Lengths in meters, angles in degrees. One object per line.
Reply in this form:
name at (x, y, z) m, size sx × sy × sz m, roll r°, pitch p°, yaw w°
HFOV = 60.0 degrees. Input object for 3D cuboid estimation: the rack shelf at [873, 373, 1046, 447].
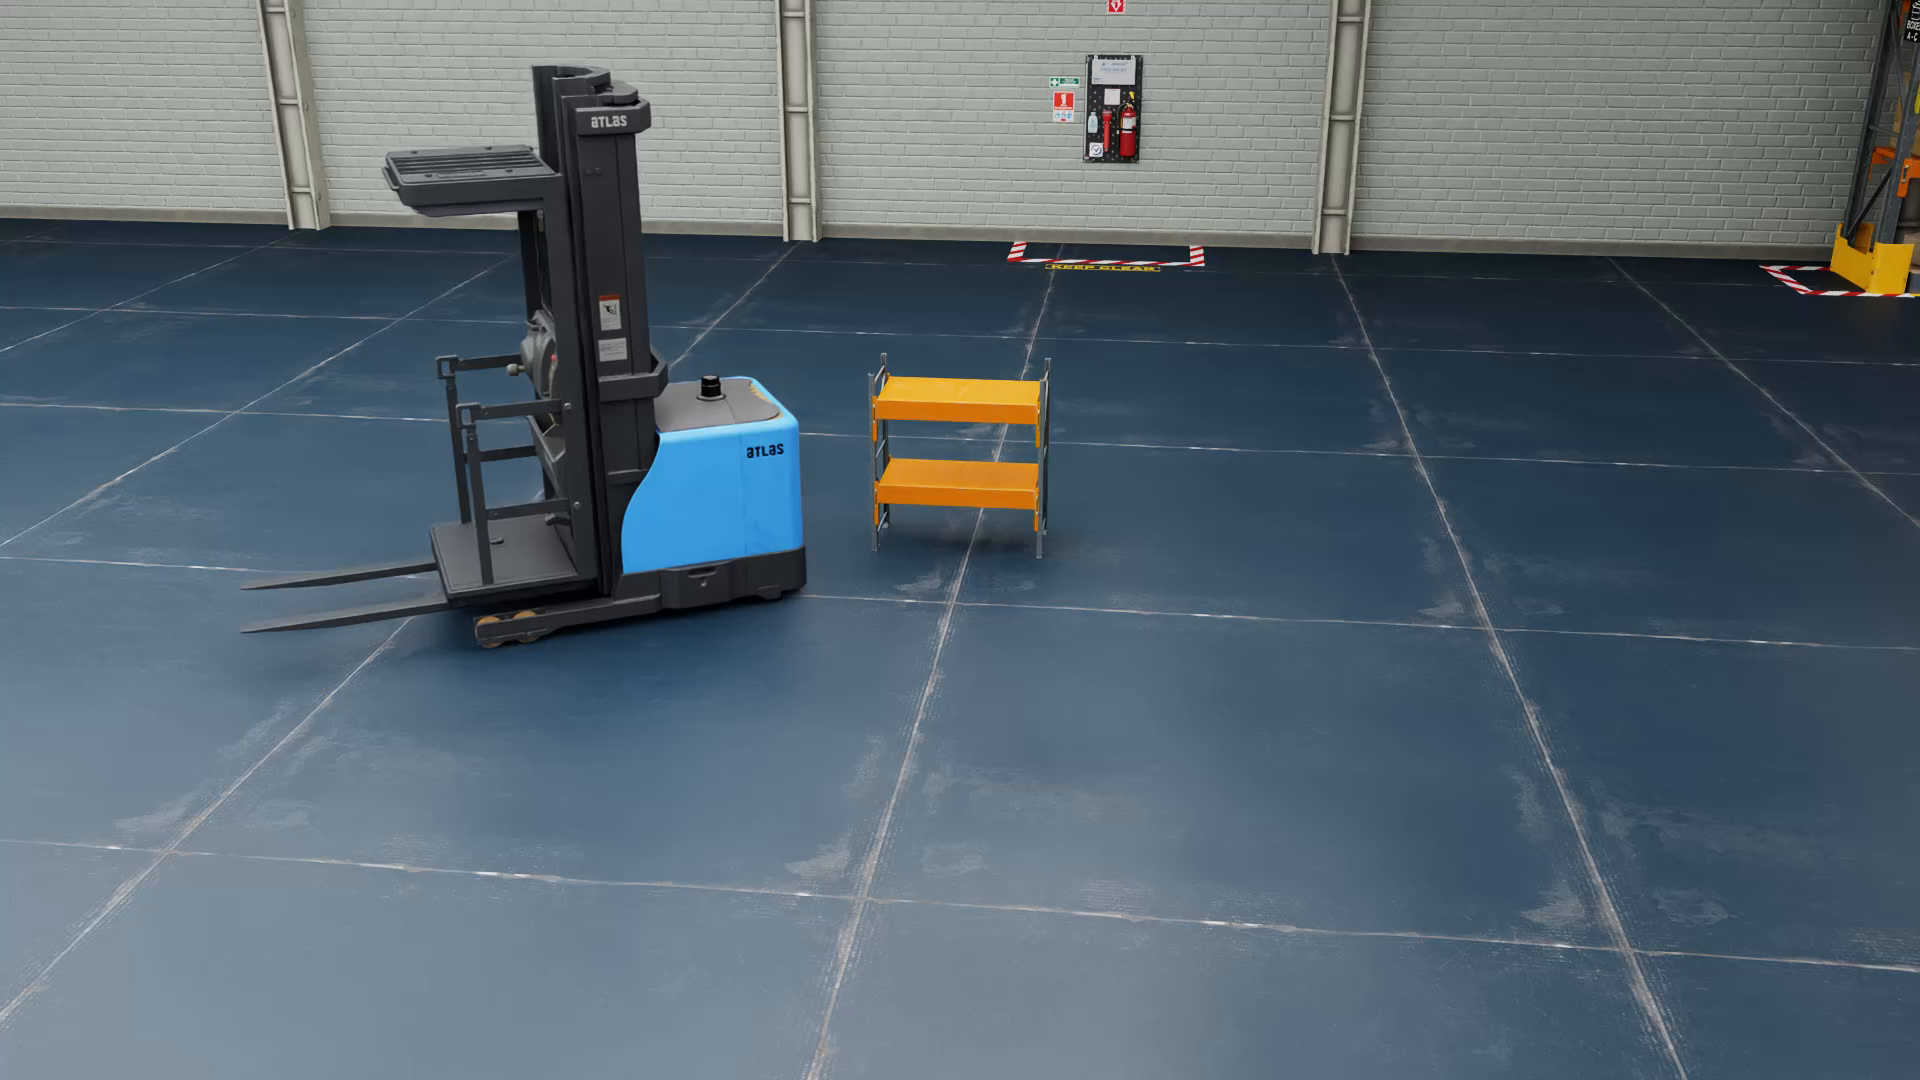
rack shelf at (0.007, -0.795, 10.125) m, size 1.000 × 0.278 × 0.538 m, roll 2°, pitch 22°, yaw 6°

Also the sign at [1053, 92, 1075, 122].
sign at (1.154, -4.821, 18.506) m, size 0.234 × 0.329 × 0.001 m, roll 2°, pitch 22°, yaw 6°

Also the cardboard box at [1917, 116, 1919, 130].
cardboard box at (9.741, -4.235, 16.228) m, size 0.500 × 0.500 × 0.500 m, roll 3°, pitch 22°, yaw 6°

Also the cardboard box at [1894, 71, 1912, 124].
cardboard box at (9.795, -4.422, 16.703) m, size 0.500 × 0.500 × 0.500 m, roll 2°, pitch 22°, yaw 6°

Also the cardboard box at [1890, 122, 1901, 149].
cardboard box at (9.789, -4.067, 16.824) m, size 0.500 × 0.250 × 0.500 m, roll 3°, pitch 22°, yaw 7°

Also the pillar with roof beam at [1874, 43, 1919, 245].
pillar with roof beam at (9.592, -5.581, 12.316) m, size 0.400 × 9.000 × 9.100 m, roll 2°, pitch 22°, yaw 6°

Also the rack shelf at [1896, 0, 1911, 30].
rack shelf at (11.288, -5.051, 16.034) m, size 4.000 × 0.370 × 1.077 m, roll 2°, pitch 22°, yaw 6°

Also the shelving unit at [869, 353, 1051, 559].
shelving unit at (0.007, -0.523, 10.232) m, size 1.048 × 1.125 × 0.538 m, roll 2°, pitch 22°, yaw 6°

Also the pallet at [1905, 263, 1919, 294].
pallet at (10.180, -2.729, 17.055) m, size 1.213 × 0.211 × 1.003 m, roll 2°, pitch 22°, yaw 6°

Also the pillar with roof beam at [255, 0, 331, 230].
pillar with roof beam at (-8.283, -6.359, 14.286) m, size 0.400 × 9.000 × 9.100 m, roll 2°, pitch 22°, yaw 6°

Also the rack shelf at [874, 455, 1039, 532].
rack shelf at (0.007, -0.295, 10.322) m, size 1.000 × 0.278 × 0.538 m, roll 2°, pitch 22°, yaw 6°

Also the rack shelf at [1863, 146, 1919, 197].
rack shelf at (11.288, -3.656, 16.585) m, size 4.000 × 0.370 × 1.077 m, roll 2°, pitch 22°, yaw 6°

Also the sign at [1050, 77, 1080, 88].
sign at (1.157, -5.064, 18.400) m, size 0.331 × 0.109 × 0.001 m, roll 2°, pitch 22°, yaw 6°

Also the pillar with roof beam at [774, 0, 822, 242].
pillar with roof beam at (-2.324, -6.100, 13.629) m, size 0.400 × 9.000 × 9.100 m, roll 2°, pitch 22°, yaw 6°

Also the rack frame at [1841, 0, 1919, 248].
rack frame at (9.302, -4.077, 16.672) m, size 0.127 × 3.000 × 1.000 m, roll 2°, pitch 22°, yaw 6°

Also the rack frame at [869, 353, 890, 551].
rack frame at (-0.498, -0.545, 10.288) m, size 0.032 × 1.125 × 0.500 m, roll 2°, pitch 22°, yaw 6°

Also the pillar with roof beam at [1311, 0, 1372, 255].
pillar with roof beam at (3.634, -5.840, 12.972) m, size 0.400 × 9.000 × 9.100 m, roll 2°, pitch 22°, yaw 6°

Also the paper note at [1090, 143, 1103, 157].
paper note at (1.523, -4.366, 18.602) m, size 0.142 × 0.148 × 0.016 m, roll 2°, pitch 22°, yaw 6°

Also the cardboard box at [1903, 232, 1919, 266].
cardboard box at (9.978, -2.968, 16.927) m, size 0.500 × 0.311 × 0.500 m, roll 0°, pitch 22°, yaw 0°

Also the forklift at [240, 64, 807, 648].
forklift at (-2.457, -1.000, 8.984) m, size 3.031 × 2.935 × 1.130 m, roll -8°, pitch 23°, yaw -20°

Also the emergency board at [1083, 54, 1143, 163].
emergency board at (1.691, -4.743, 18.357) m, size 0.643 × 1.169 × 0.194 m, roll 2°, pitch 22°, yaw 6°

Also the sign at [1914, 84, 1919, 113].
sign at (9.238, -4.281, 16.012) m, size 0.005 × 0.325 × 0.100 m, roll 2°, pitch 22°, yaw 6°

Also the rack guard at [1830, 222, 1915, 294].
rack guard at (9.377, -2.911, 17.123) m, size 0.348 × 0.500 × 1.175 m, roll 2°, pitch 22°, yaw 6°

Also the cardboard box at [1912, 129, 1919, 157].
cardboard box at (9.749, -3.879, 16.349) m, size 0.500 × 0.250 × 0.500 m, roll 2°, pitch 22°, yaw 5°

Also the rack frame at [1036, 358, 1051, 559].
rack frame at (0.512, -0.501, 10.177) m, size 0.032 × 1.125 × 0.500 m, roll 2°, pitch 22°, yaw 6°

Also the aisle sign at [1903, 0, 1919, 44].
aisle sign at (9.195, -5.179, 15.925) m, size 0.004 × 0.787 × 0.394 m, roll 2°, pitch 22°, yaw 6°

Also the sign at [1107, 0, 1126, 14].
sign at (1.695, -5.858, 18.023) m, size 0.199 × 0.298 × 0.001 m, roll 2°, pitch 22°, yaw 6°
